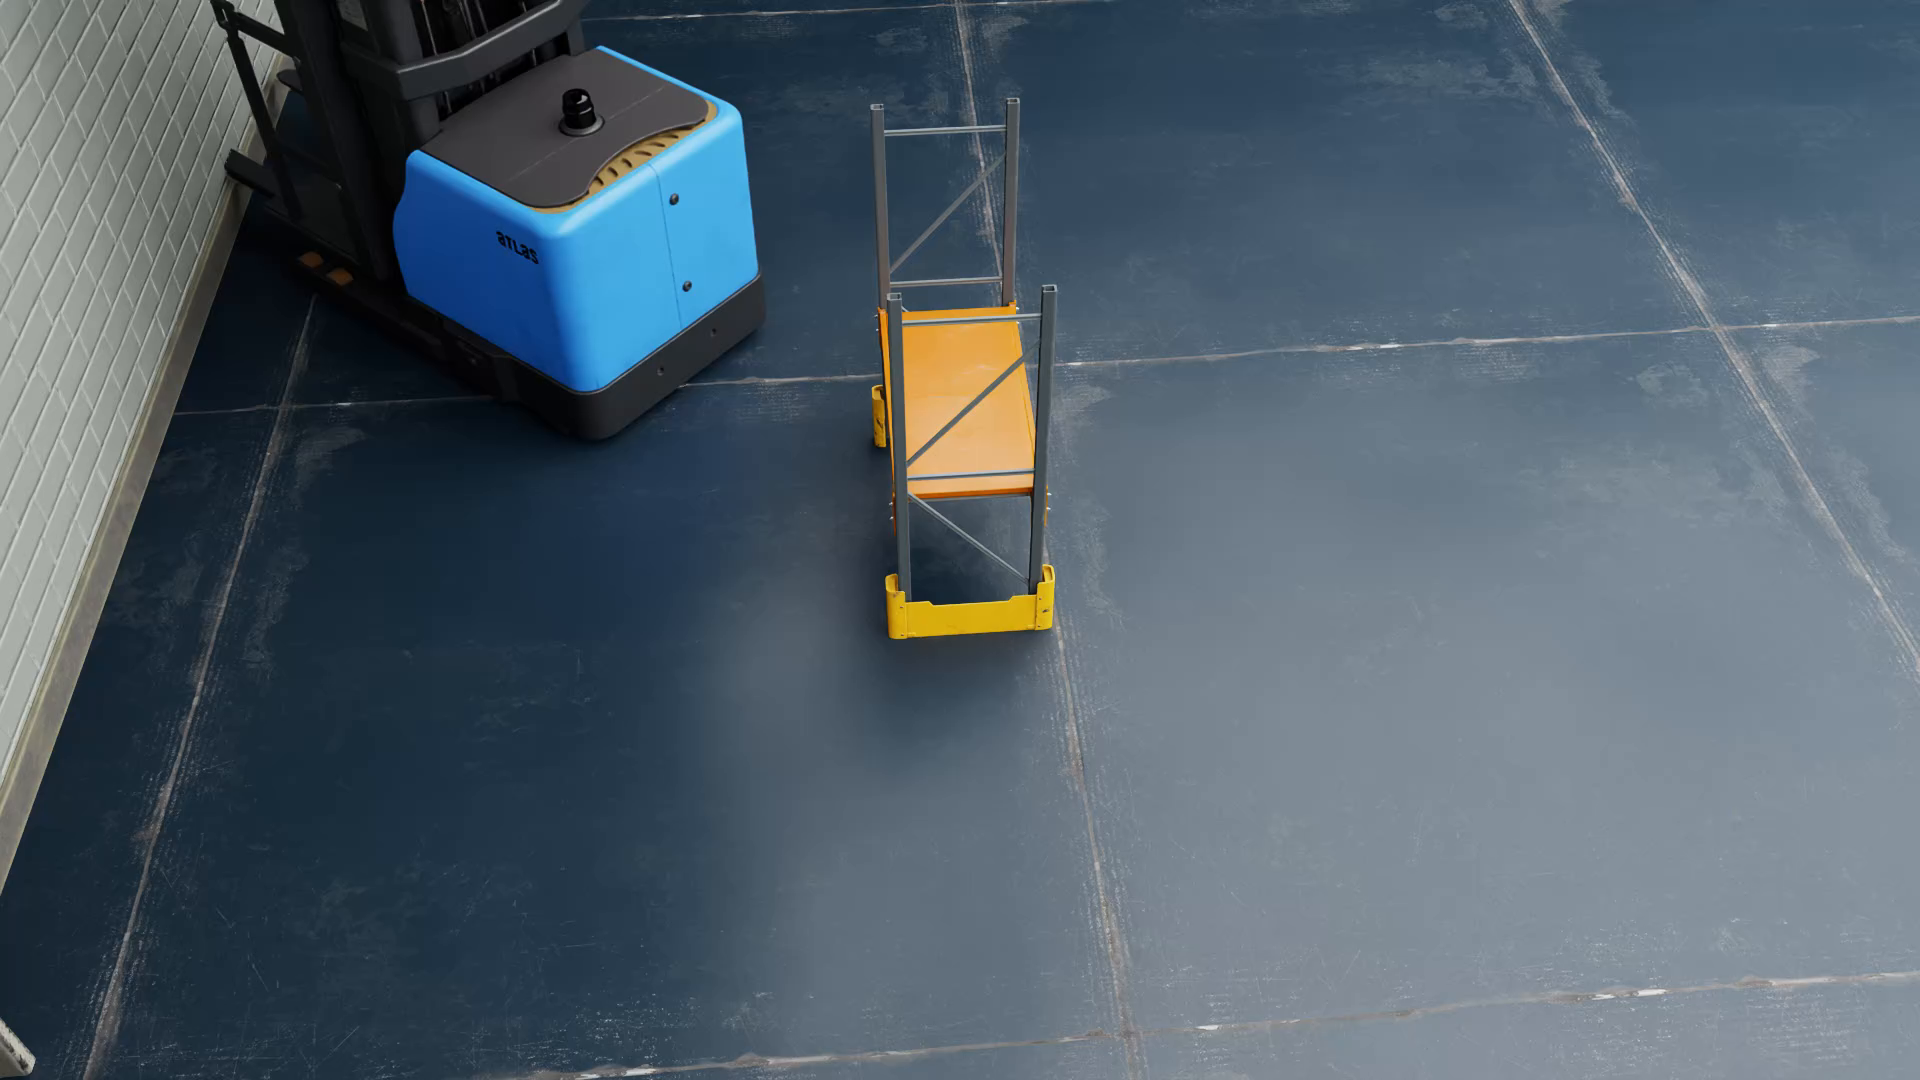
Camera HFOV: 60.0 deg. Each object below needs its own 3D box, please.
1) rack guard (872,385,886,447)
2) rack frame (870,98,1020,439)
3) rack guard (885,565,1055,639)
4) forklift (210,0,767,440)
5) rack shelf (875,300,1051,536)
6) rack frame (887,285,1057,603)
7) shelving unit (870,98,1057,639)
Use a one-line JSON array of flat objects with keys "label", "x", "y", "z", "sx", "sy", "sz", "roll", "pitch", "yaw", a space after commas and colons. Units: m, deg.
[{"label": "rack guard", "x": -0.048, "y": -0.501, "z": 6.553, "sx": 0.587, "sy": 0.250, "sz": 0.087, "roll": -3, "pitch": 47, "yaw": -3}, {"label": "rack frame", "x": -0.050, "y": -0.945, "z": 6.112, "sx": 0.500, "sy": 1.500, "sz": 0.032, "roll": -3, "pitch": 47, "yaw": -3}, {"label": "rack guard", "x": 0.035, "y": 0.219, "z": 5.870, "sx": 0.587, "sy": 0.250, "sz": 0.087, "roll": -3, "pitch": 47, "yaw": -3}, {"label": "forklift", "x": -2.296, "y": -2.291, "z": 6.401, "sx": 3.031, "sy": 2.935, "sz": 1.130, "roll": 29, "pitch": 53, "yaw": 25}, {"label": "rack shelf", "x": -0.007, "y": -0.454, "z": 5.895, "sx": 0.538, "sy": 0.185, "sz": 1.000, "roll": -3, "pitch": 47, "yaw": -3}, {"label": "rack frame", "x": 0.035, "y": -0.210, "z": 5.416, "sx": 0.500, "sy": 1.500, "sz": 0.032, "roll": -3, "pitch": 47, "yaw": -3}, {"label": "shelving unit", "x": -0.006, "y": -0.571, "z": 5.758, "sx": 0.587, "sy": 1.500, "sz": 1.083, "roll": -3, "pitch": 47, "yaw": -3}]
